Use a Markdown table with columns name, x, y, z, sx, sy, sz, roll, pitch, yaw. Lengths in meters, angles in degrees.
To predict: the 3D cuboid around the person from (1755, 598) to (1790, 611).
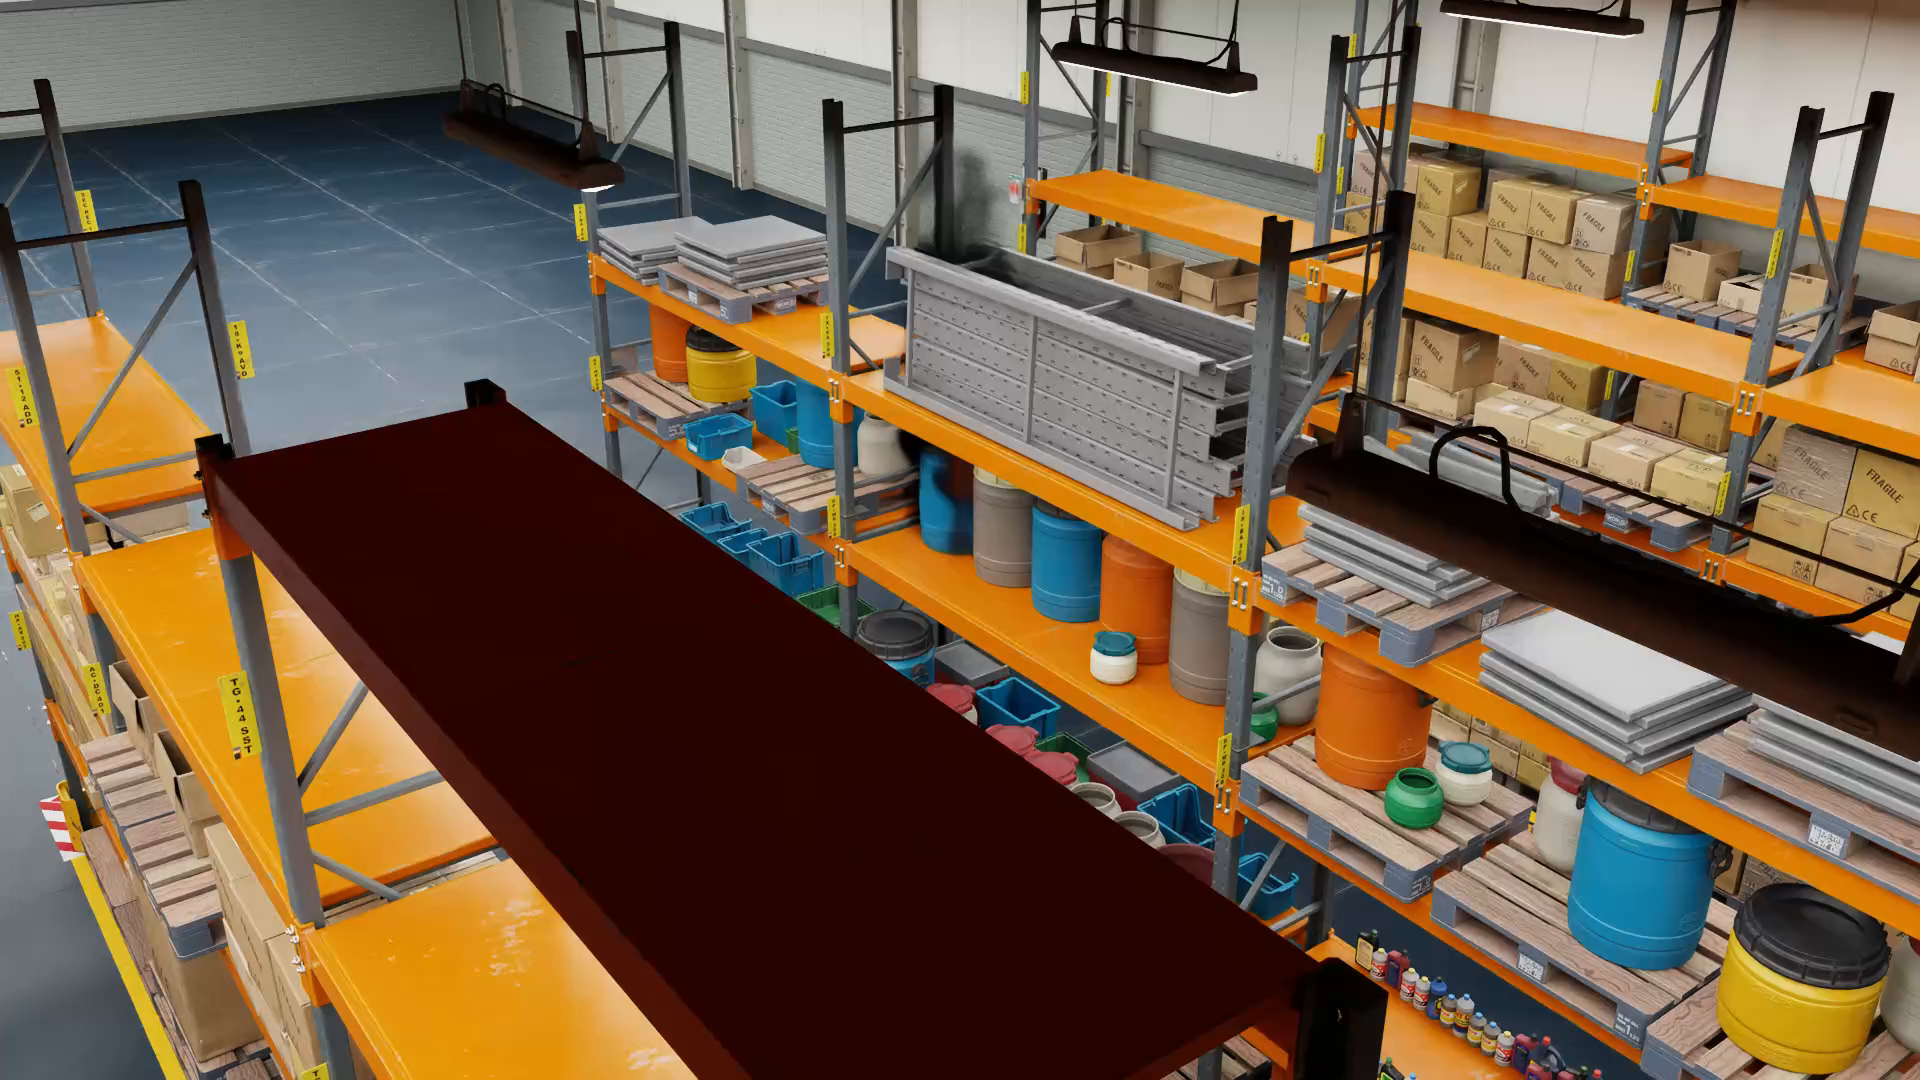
| name | x | y | z | sx | sy | sz | roll | pitch | yaw |
| --- | --- | --- | --- | --- | --- | --- | --- | --- | --- |
| person | 7.156 | 0.952 | 15.023 | 0.599 | 1.608 | 0.531 | -20 | 31 | -36 |
